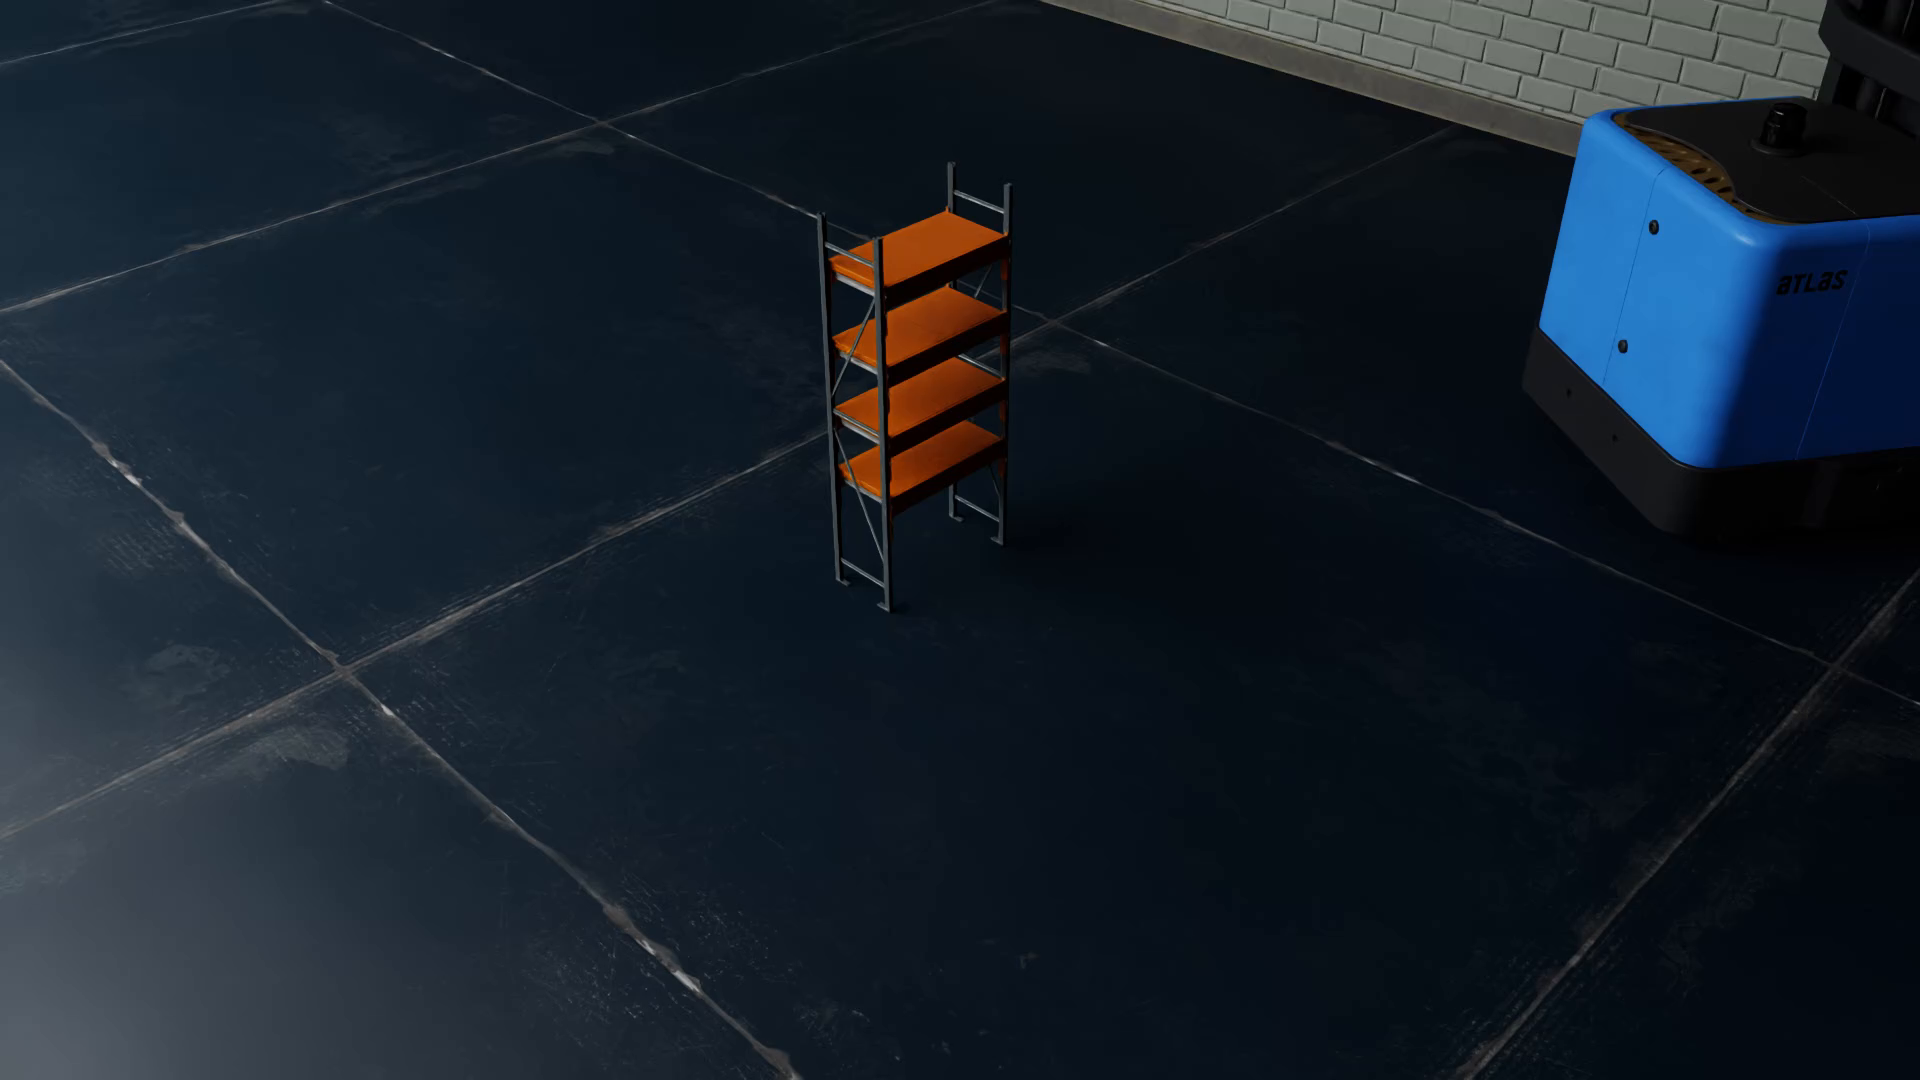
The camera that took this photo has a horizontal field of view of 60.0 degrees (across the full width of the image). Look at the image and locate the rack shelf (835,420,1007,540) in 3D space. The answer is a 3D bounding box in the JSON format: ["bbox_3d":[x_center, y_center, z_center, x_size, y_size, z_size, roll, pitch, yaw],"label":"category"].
[{"bbox_3d":[-0.117,-0.207,4.962,0.258,0.148,0.480,30,45,35],"label":"rack shelf"}]

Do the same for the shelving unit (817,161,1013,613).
[{"bbox_3d":[-0.117,-0.425,4.810,0.258,1.200,0.503,30,45,35],"label":"shelving unit"}]

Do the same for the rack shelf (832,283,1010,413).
[{"bbox_3d":[-0.117,-0.553,4.721,0.258,0.148,0.480,30,45,35],"label":"rack shelf"}]

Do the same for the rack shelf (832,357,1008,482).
[{"bbox_3d":[-0.117,-0.370,4.849,0.258,0.148,0.480,30,45,35],"label":"rack shelf"}]

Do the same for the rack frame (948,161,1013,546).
[{"bbox_3d":[0.055,-0.524,4.952,0.240,1.200,0.015,30,45,35],"label":"rack frame"}]

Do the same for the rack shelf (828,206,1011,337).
[{"bbox_3d":[-0.117,-0.747,4.586,0.258,0.148,0.480,30,45,35],"label":"rack shelf"}]

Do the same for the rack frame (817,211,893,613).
[{"bbox_3d":[-0.289,-0.326,4.668,0.240,1.200,0.015,30,45,35],"label":"rack frame"}]

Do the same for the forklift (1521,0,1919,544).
[{"bbox_3d":[3.563,-1.602,4.985,3.031,2.935,1.130,-6,35,-9],"label":"forklift"}]
